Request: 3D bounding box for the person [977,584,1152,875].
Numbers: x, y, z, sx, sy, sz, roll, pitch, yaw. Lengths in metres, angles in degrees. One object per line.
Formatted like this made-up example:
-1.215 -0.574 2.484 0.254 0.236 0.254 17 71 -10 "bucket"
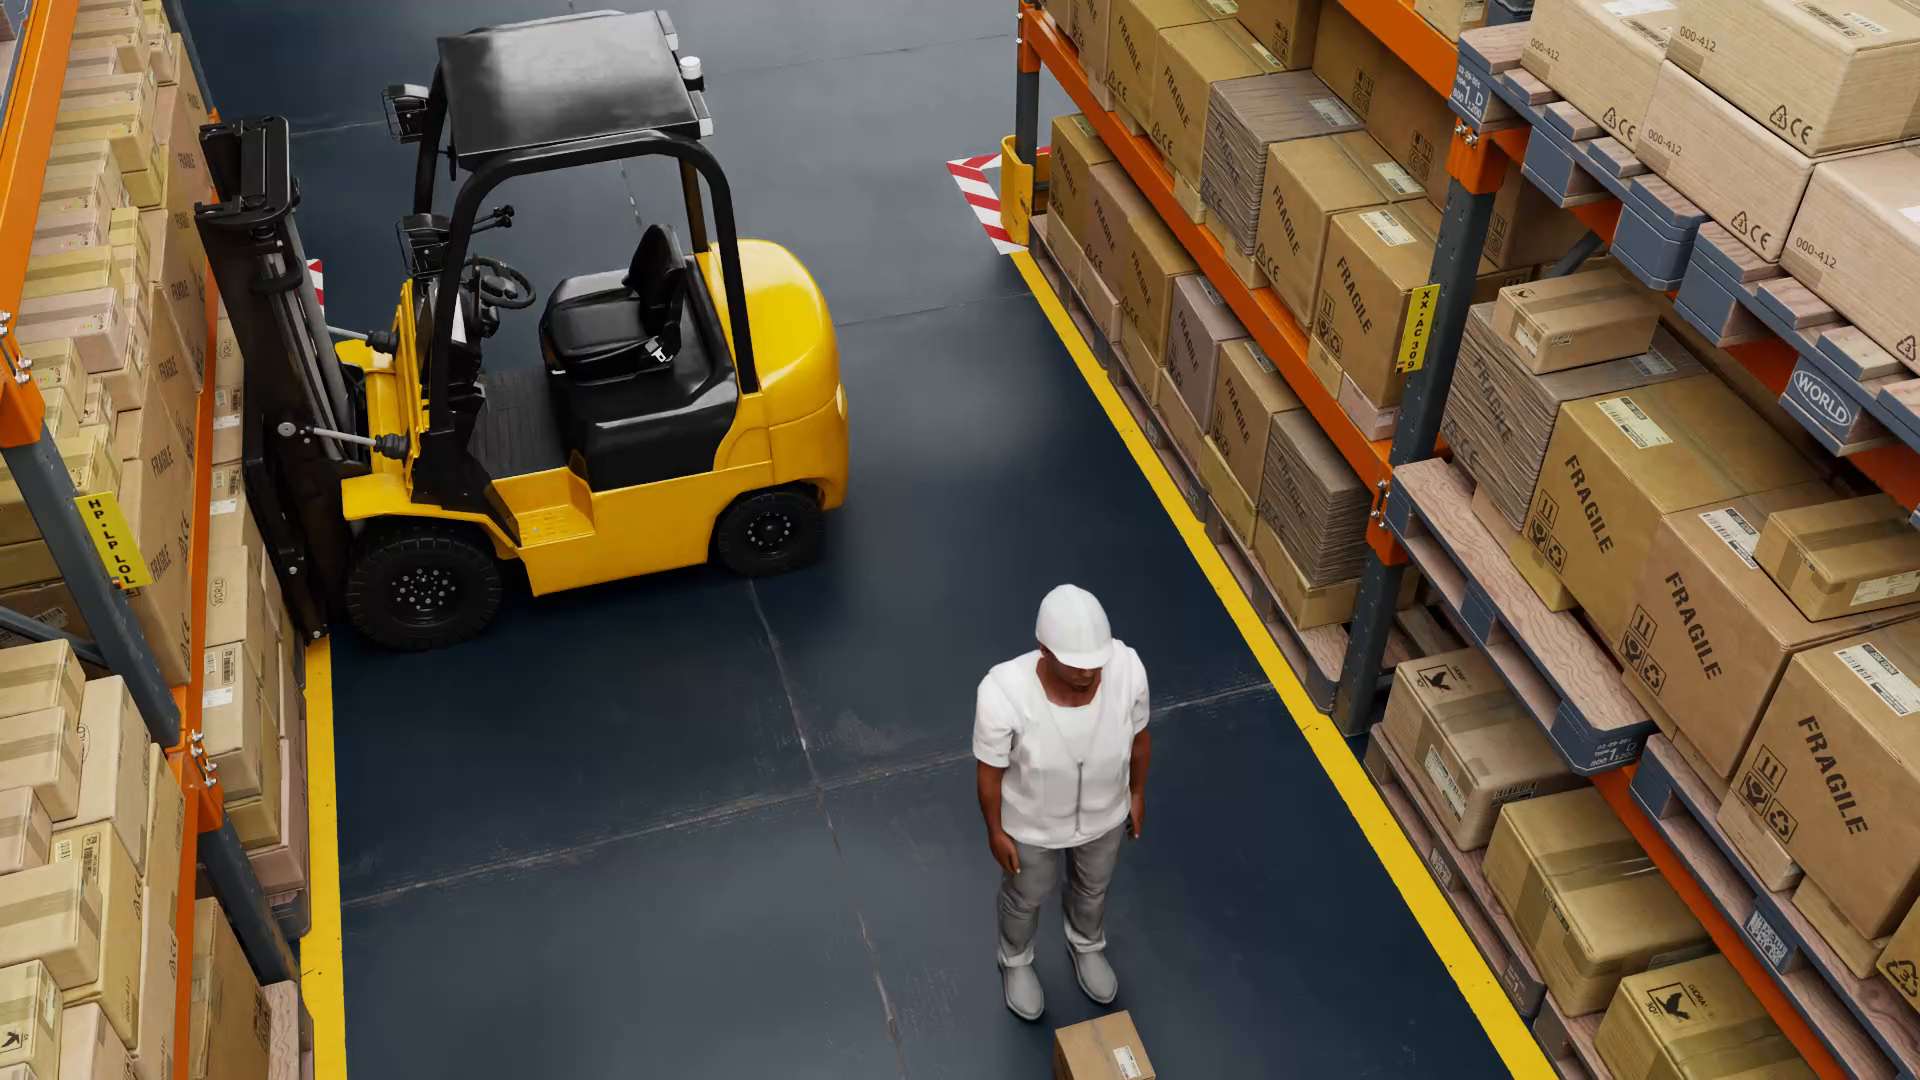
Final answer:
0.324 0.571 4.974 0.560 1.065 0.344 -11 43 -12 "person"
